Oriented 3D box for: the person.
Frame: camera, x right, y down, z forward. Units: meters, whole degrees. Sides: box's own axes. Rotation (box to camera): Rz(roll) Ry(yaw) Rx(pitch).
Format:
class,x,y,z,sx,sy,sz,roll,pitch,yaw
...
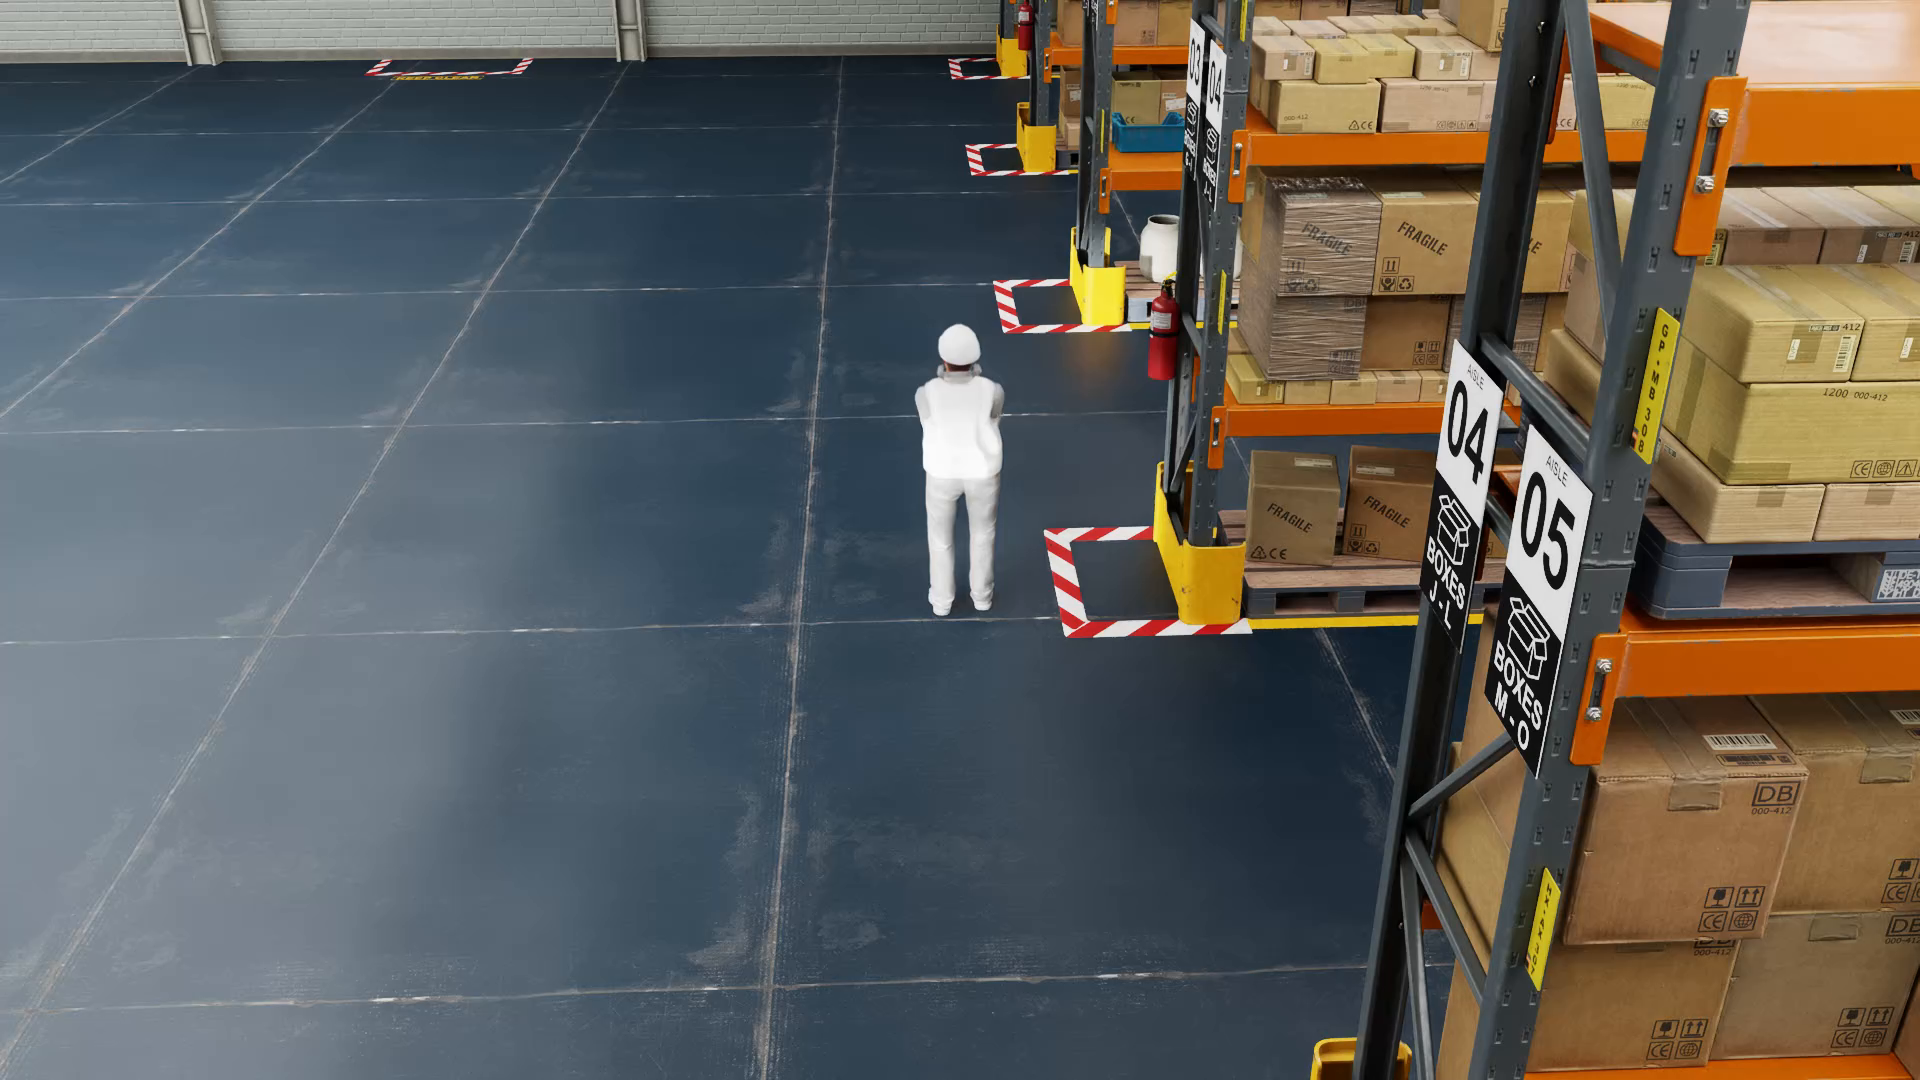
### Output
class,x,y,z,sx,sy,sz,roll,pitch,yaw
person,-0.005,-0.432,9.432,0.494,1.765,0.546,-1,27,-2
